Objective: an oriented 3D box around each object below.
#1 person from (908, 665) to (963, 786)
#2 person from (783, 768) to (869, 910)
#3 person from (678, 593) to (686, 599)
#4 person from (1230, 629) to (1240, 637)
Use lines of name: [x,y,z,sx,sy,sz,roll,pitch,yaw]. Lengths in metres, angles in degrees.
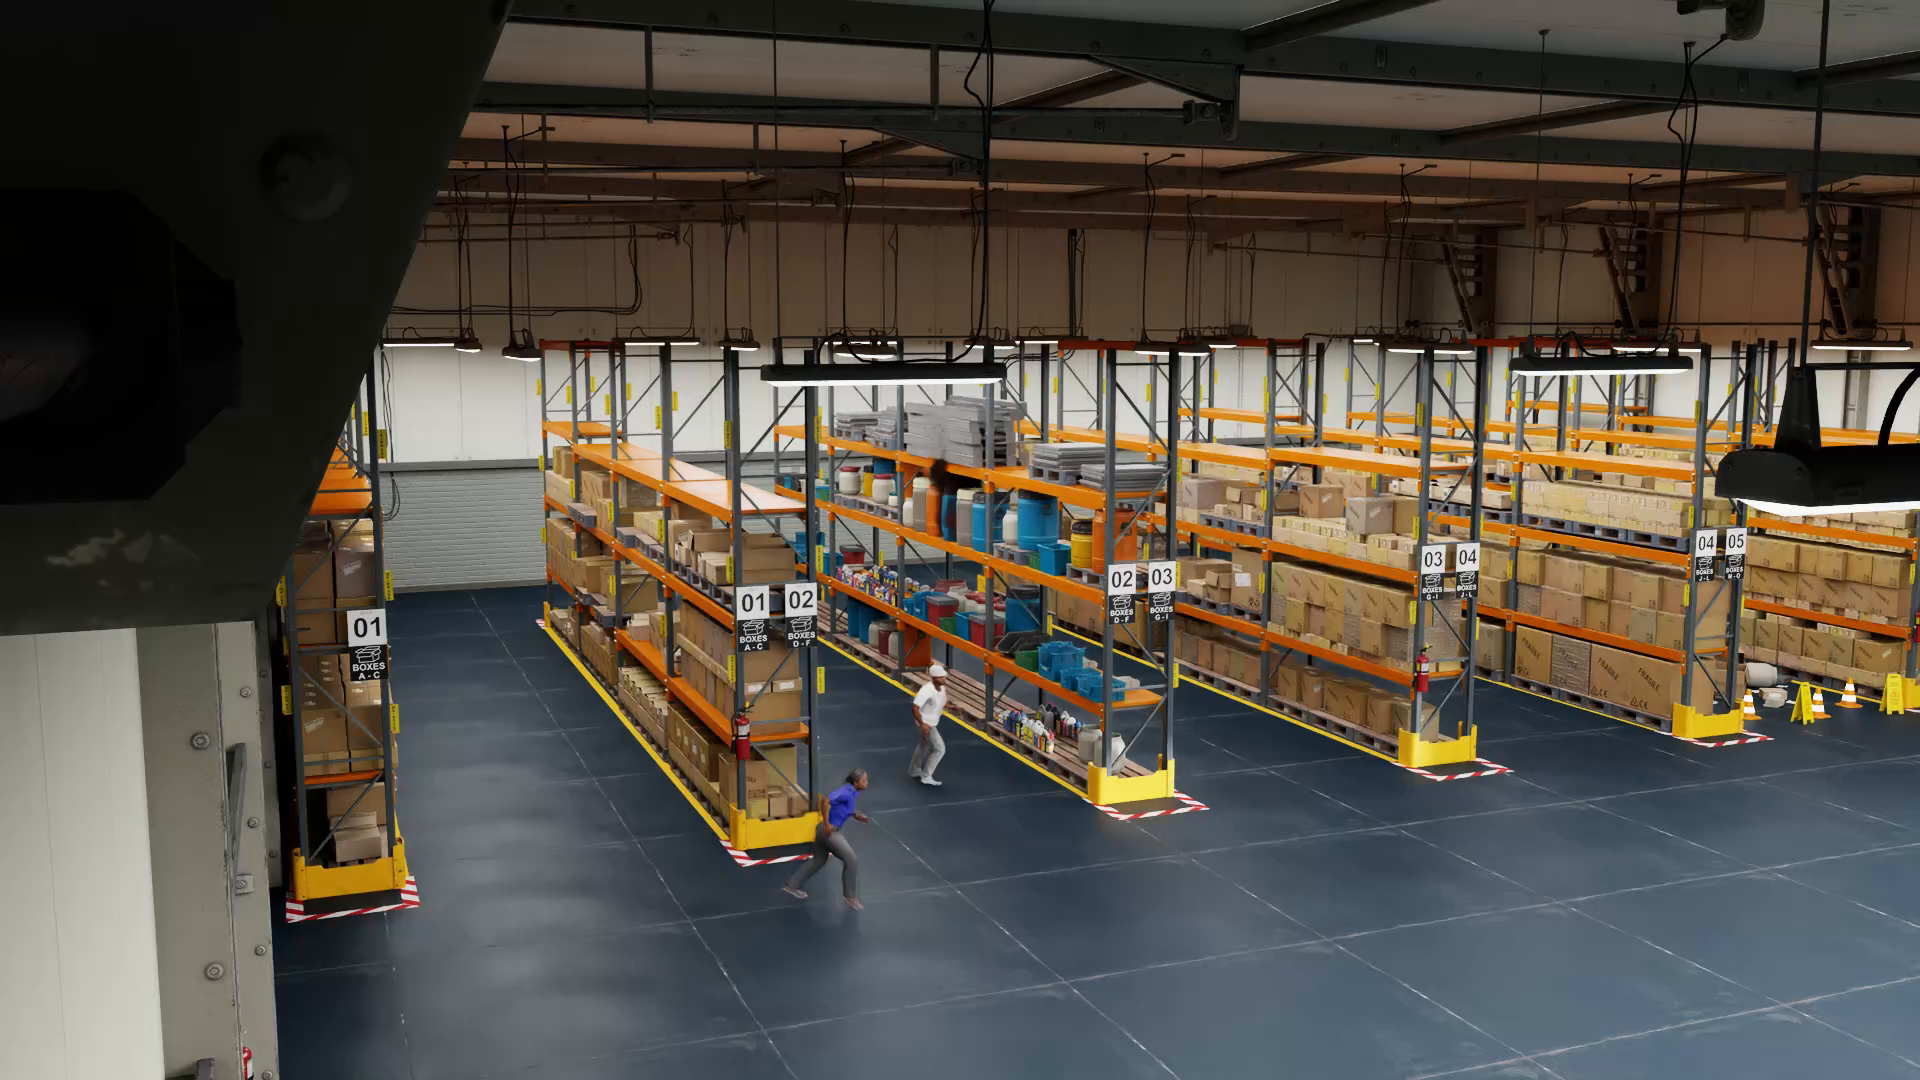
person: [-0.374,2.533,22.964,0.804,1.702,0.711,2,8,12]
person: [-1.465,3.254,18.016,0.955,1.615,0.621,1,7,4]
person: [-5.515,1.074,33.962,0.662,1.715,0.706,-6,10,-39]
person: [5.433,1.285,32.422,0.560,1.717,0.685,-4,8,-27]
